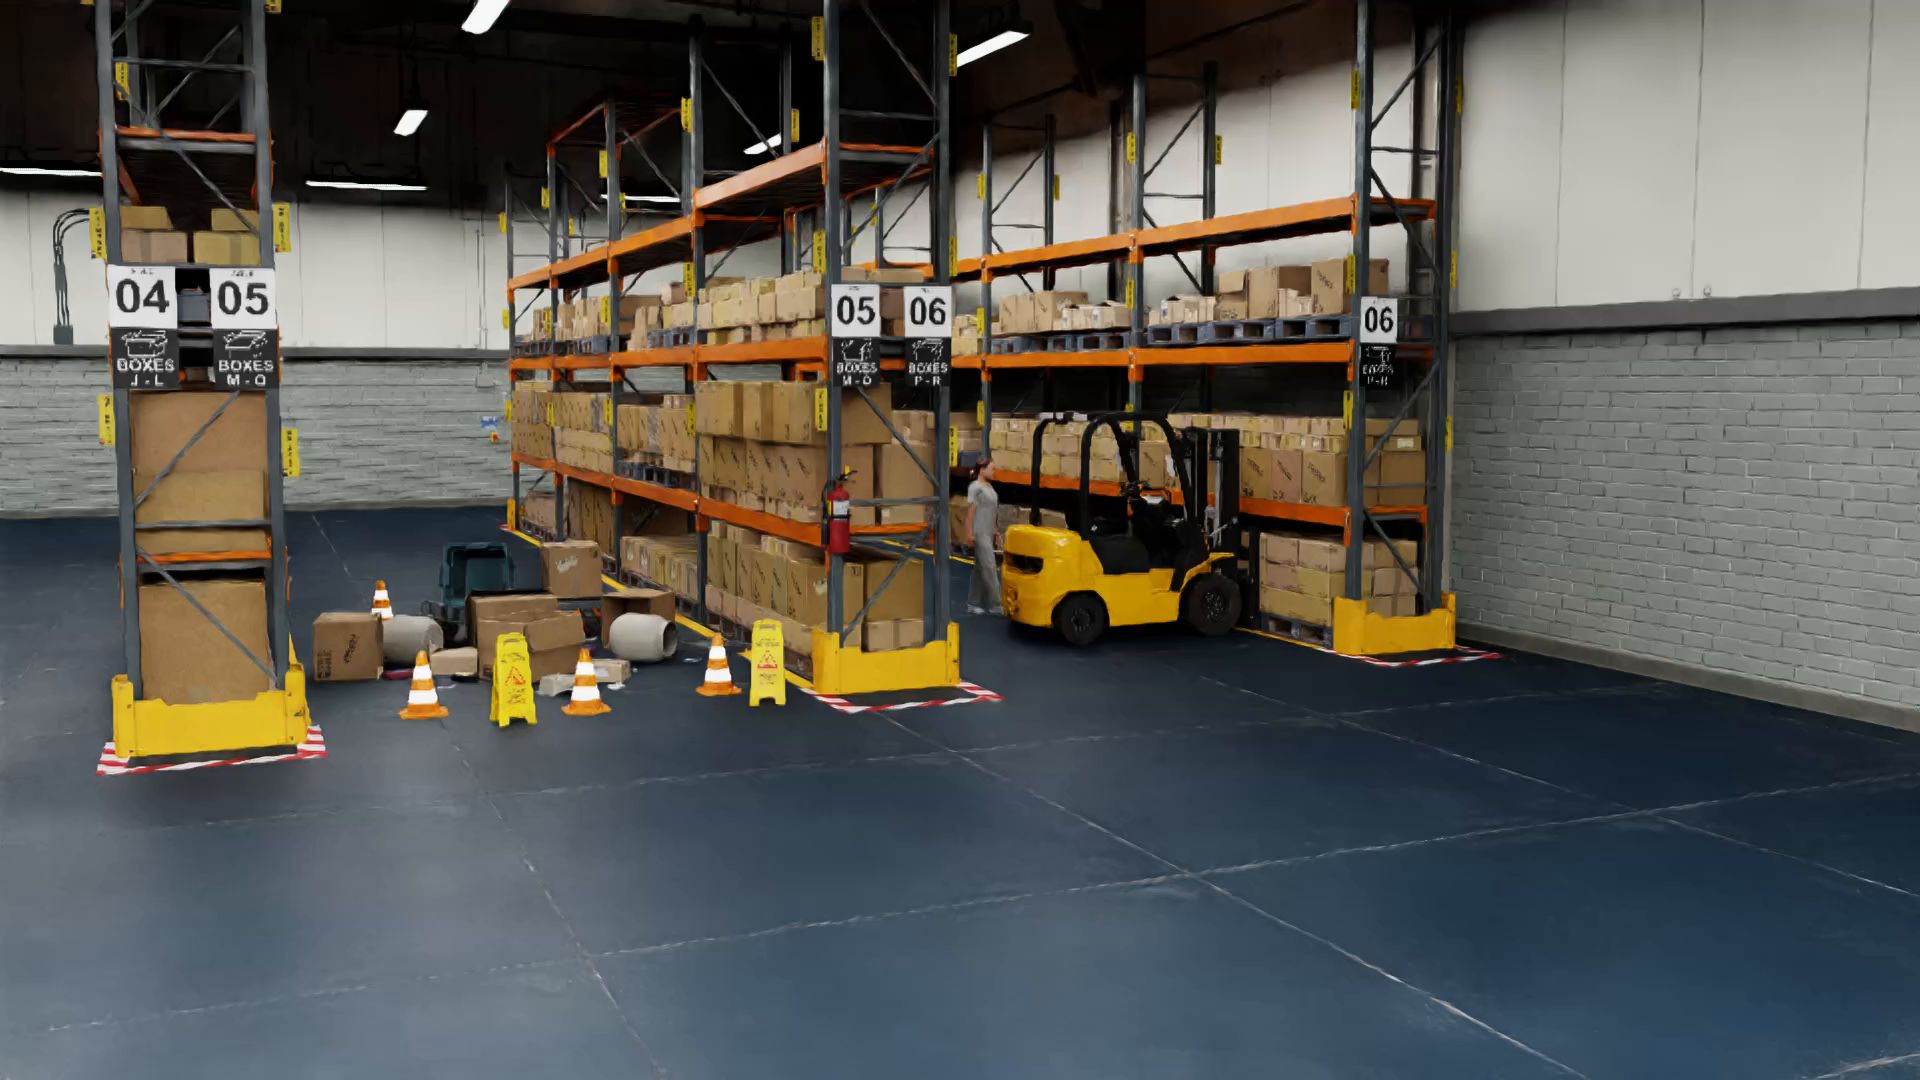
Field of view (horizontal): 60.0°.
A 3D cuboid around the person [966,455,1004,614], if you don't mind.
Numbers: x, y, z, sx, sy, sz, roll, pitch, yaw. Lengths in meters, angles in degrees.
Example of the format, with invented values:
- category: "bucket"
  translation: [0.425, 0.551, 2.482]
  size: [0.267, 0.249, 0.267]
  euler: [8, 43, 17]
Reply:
- category: "person"
  translation: [0.364, -0.052, 17.471]
  size: [0.647, 1.669, 0.463]
  euler: [3, 6, 26]
